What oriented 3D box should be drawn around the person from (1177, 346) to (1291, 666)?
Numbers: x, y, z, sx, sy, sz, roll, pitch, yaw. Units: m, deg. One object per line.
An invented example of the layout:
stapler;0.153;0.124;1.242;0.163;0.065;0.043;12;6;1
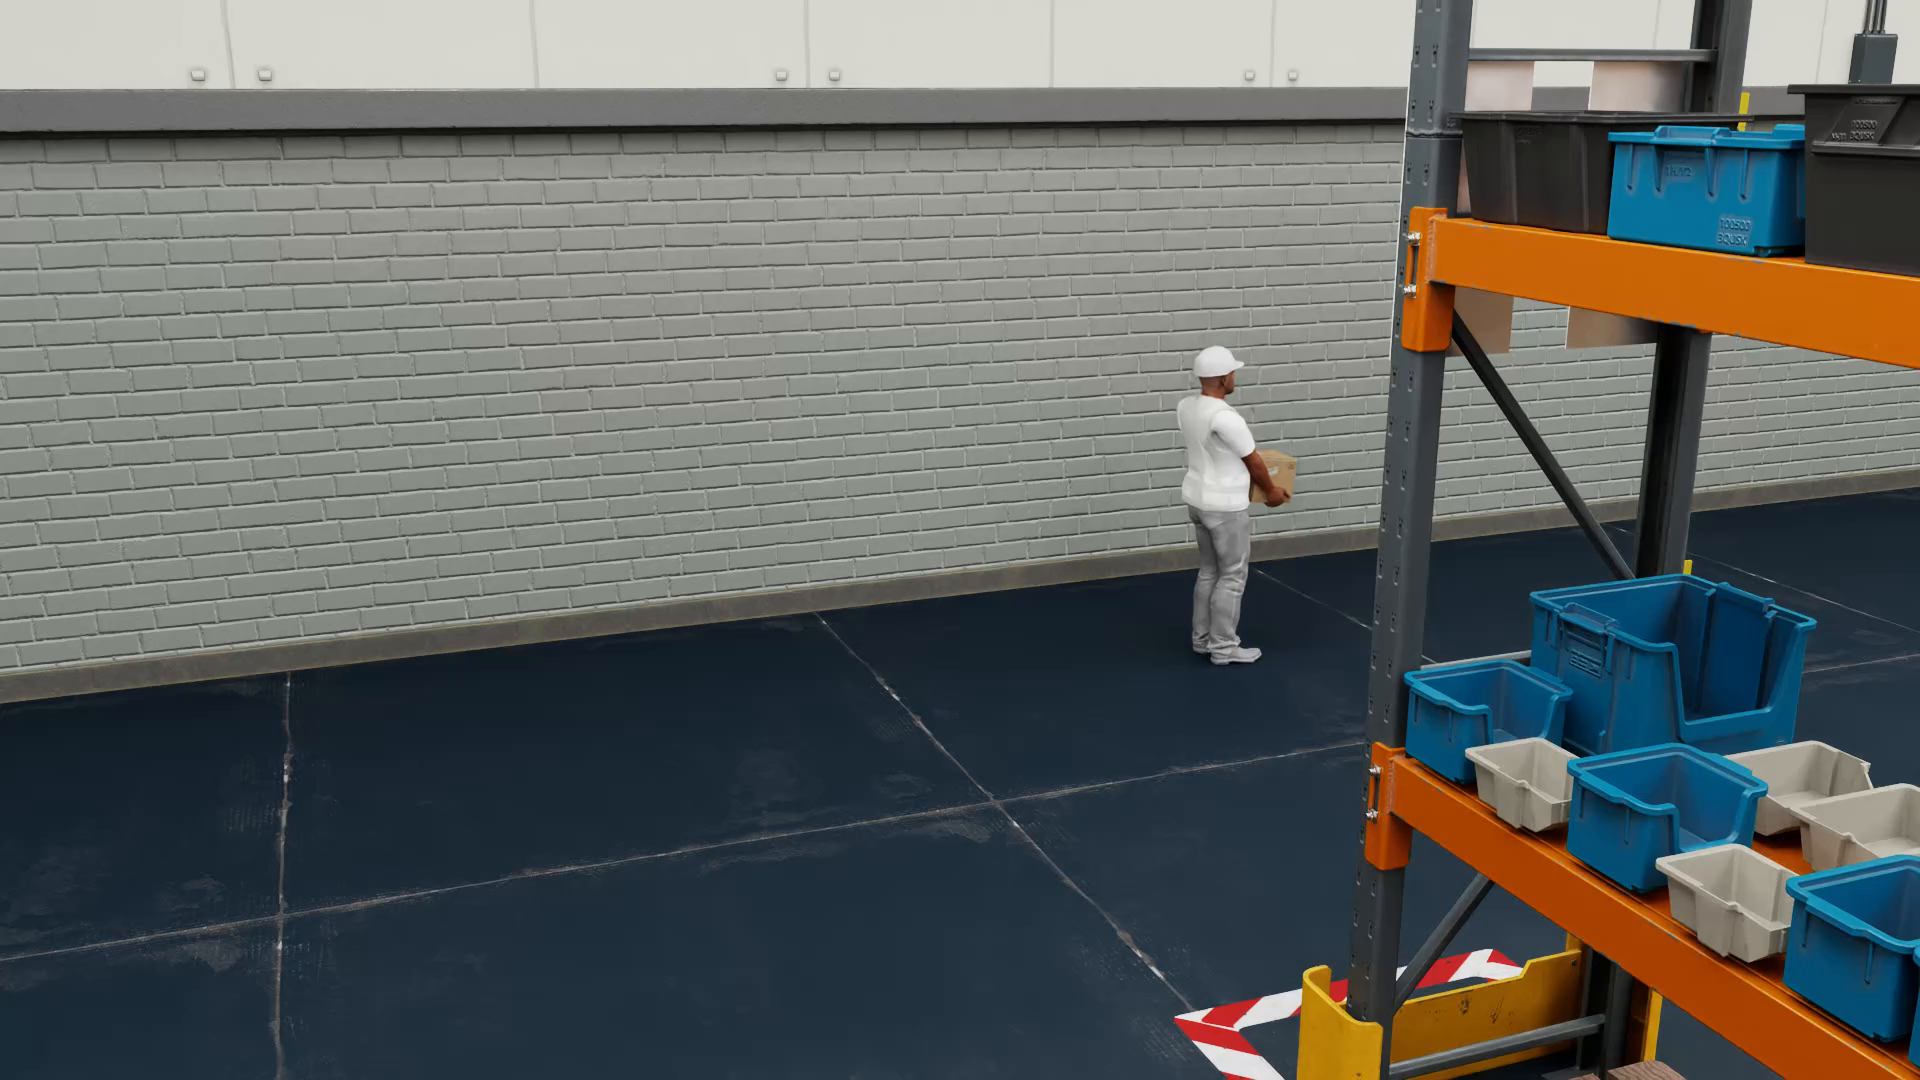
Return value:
person;1.508;-0.203;9.219;0.566;1.762;0.504;-6;16;-20
